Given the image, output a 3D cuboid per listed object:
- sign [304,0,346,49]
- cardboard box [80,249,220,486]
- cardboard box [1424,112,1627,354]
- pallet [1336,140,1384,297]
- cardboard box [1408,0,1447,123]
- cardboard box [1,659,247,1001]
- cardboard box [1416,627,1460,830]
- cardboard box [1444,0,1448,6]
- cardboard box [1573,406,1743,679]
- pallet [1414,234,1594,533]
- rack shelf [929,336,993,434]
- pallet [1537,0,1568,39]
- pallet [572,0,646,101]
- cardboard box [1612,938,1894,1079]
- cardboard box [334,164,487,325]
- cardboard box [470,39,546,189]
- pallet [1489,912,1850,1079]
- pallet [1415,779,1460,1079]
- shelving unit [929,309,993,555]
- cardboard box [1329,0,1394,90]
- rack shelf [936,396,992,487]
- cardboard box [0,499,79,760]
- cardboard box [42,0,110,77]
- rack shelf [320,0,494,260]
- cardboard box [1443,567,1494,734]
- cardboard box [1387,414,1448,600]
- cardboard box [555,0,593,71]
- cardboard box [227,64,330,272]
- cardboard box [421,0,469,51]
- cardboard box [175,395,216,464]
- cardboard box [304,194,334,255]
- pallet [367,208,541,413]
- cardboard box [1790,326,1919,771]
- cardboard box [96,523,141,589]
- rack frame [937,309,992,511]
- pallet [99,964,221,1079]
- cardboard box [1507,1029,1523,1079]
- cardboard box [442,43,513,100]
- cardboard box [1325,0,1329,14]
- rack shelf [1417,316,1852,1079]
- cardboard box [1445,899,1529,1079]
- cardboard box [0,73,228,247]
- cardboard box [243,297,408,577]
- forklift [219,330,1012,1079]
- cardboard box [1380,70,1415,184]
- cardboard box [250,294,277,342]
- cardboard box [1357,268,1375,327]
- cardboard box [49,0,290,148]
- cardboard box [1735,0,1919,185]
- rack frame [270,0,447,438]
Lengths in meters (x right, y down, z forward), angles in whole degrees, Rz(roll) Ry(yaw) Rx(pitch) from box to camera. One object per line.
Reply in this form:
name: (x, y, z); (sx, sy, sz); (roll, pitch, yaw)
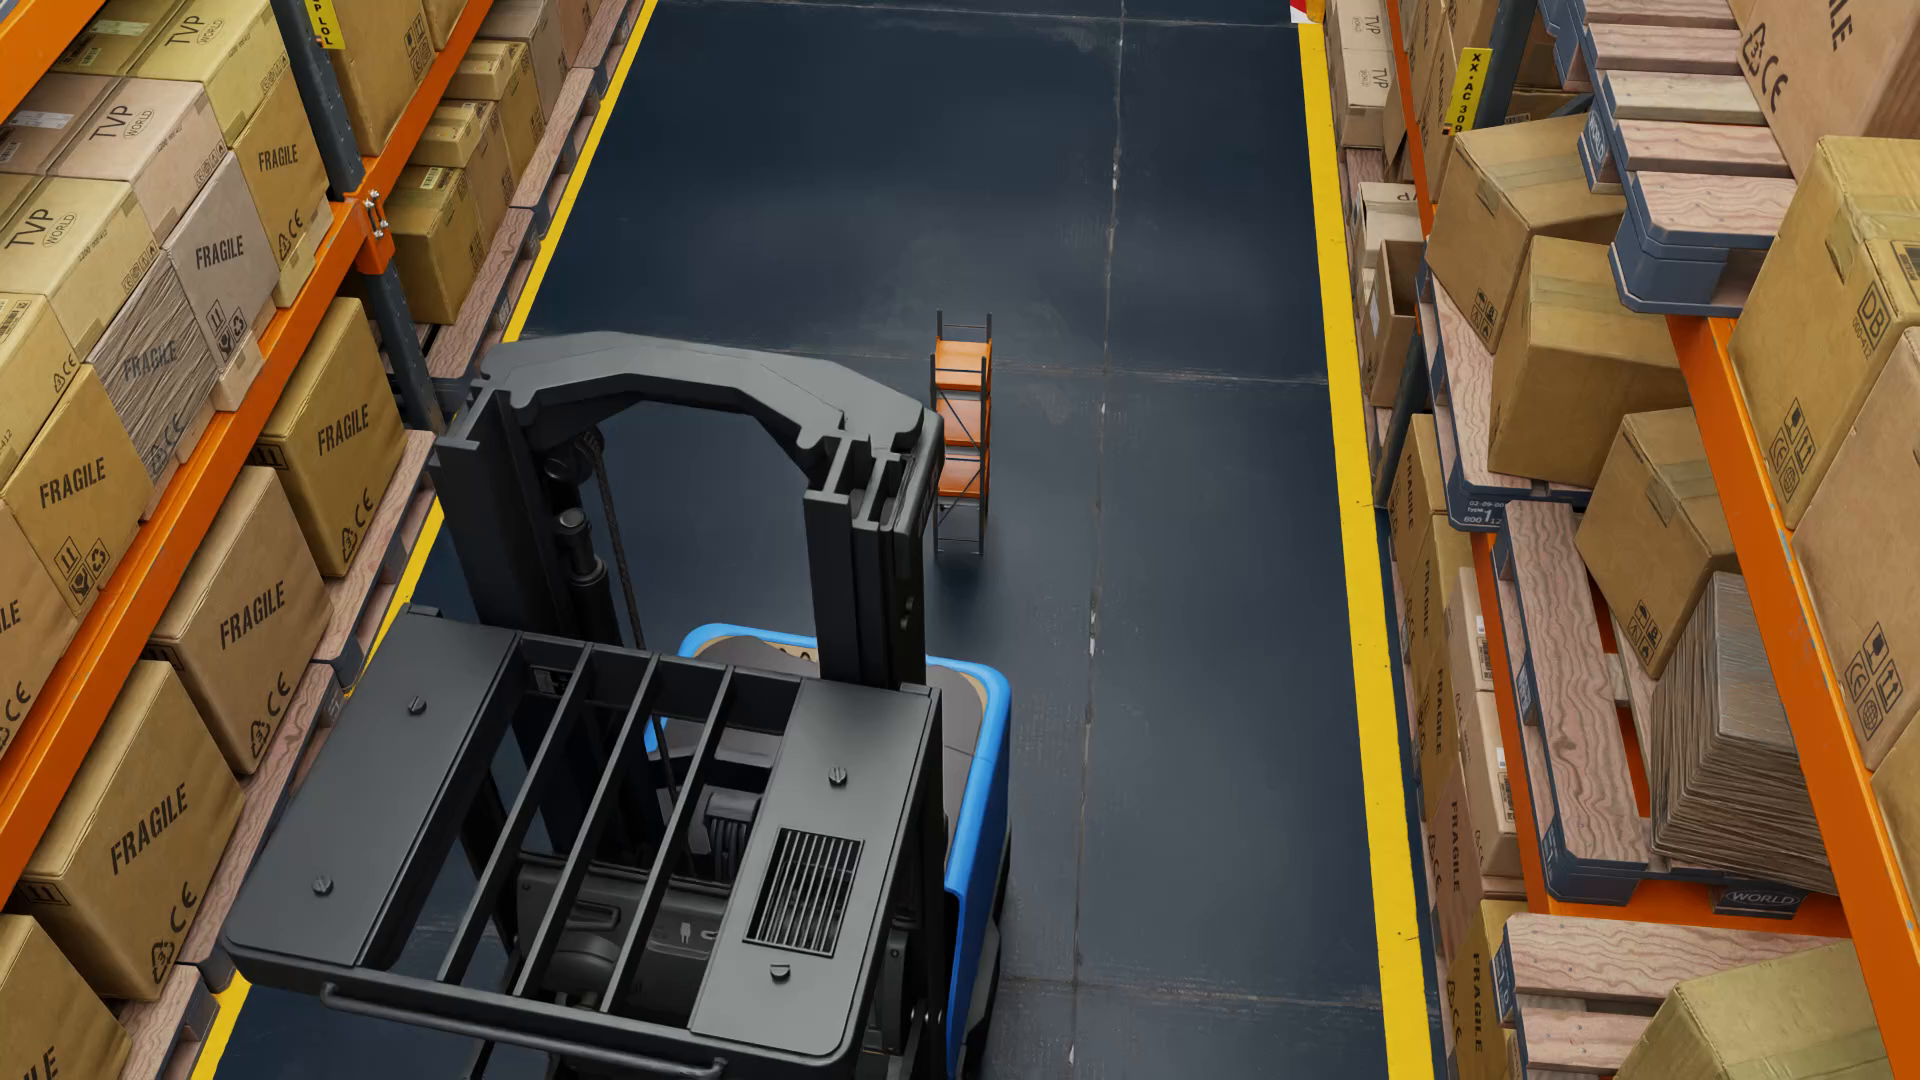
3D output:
sign: (-2.179, -1.815, 5.646); (0.100, 0.325, 0.005); (4, 48, 4)
cardboard box: (-2.602, -0.521, 4.911); (0.500, 0.500, 0.500); (4, 48, 4)
cardboard box: (1.947, -0.992, 5.273); (0.700, 0.500, 0.500); (-11, 48, -10)
pallet: (2.385, -1.612, 8.082); (1.003, 0.211, 1.213); (4, 48, 4)
cardboard box: (2.049, -1.947, 6.430); (0.500, 0.500, 0.500); (5, 48, 5)
cardboard box: (-2.801, 0.868, 5.096); (0.750, 0.750, 0.750); (4, 48, 3)
cardboard box: (1.836, 0.644, 5.524); (0.500, 0.500, 0.500); (4, 48, 4)
cardboard box: (2.045, -2.287, 6.063); (0.500, 0.500, 0.500); (3, 48, 3)
cardboard box: (2.113, -0.023, 4.386); (0.700, 0.500, 0.500); (-7, 48, -6)
pallet: (2.031, -0.505, 5.310); (1.003, 0.211, 1.213); (4, 48, 4)
rack shelf: (0.005, -0.578, 6.197); (0.215, 0.259, 0.240); (4, 48, 4)
pallet: (2.084, -1.624, 4.298); (1.213, 0.211, 1.003); (4, 48, 4)
pallet: (-2.351, -2.886, 9.246); (1.003, 0.211, 1.213); (4, 48, 4)
cardboard box: (1.794, 1.143, 3.319); (0.700, 0.500, 0.500); (-11, 48, -10)
cardboard box: (-2.550, -1.321, 7.335); (0.700, 0.500, 0.500); (4, 48, 4)
cardboard box: (-2.452, -2.067, 8.017); (0.700, 0.500, 0.500); (5, 48, 4)
pallet: (1.840, 1.351, 3.611); (1.213, 0.211, 1.003); (4, 48, 4)
pallet: (2.068, 1.290, 5.427); (1.003, 0.211, 1.213); (4, 48, 4)
shelving unit: (0.005, -0.394, 6.399); (0.215, 1.050, 0.252); (4, 48, 4)
cardboard box: (2.200, -2.562, 8.626); (0.500, 0.250, 0.500); (4, 48, 4)
rack shelf: (0.005, -0.387, 6.406); (0.215, 0.259, 0.240); (4, 48, 4)
cardboard box: (-2.683, 0.229, 4.224); (0.500, 0.500, 0.500); (4, 48, 3)
cardboard box: (-3.022, -1.554, 5.347); (0.500, 0.250, 0.500); (5, 48, 5)
rack shelf: (-2.538, -2.707, 7.681); (1.077, 0.370, 4.000); (4, 48, 4)
cardboard box: (1.835, 0.366, 5.270); (0.500, 0.250, 0.500); (4, 48, 4)
cardboard box: (1.926, -0.116, 6.219); (0.500, 0.500, 0.500); (2, 48, 2)
cardboard box: (-2.366, -2.829, 8.714); (0.700, 0.500, 0.500); (4, 48, 3)
cardboard box: (-2.511, -1.265, 5.591); (0.500, 0.500, 0.500); (3, 48, 3)
cardboard box: (-2.583, -2.515, 6.814); (0.980, 0.700, 0.700); (3, 48, 3)
cardboard box: (-2.591, -0.387, 5.228); (0.380, 0.149, 0.250); (4, 48, 4)
cardboard box: (-2.469, -1.135, 5.912); (0.380, 0.149, 0.250); (4, 48, 4)
pallet: (-2.573, -1.093, 7.606); (1.003, 0.211, 1.213); (4, 48, 4)
cardboard box: (1.901, 0.046, 2.575); (0.910, 0.500, 0.500); (4, 48, 4)
cardboard box: (-2.664, -0.010, 4.883); (0.380, 0.149, 0.250); (5, 48, 5)
rack frame: (0.016, -0.483, 6.481); (0.200, 1.050, 0.008); (4, 48, 4)
pallet: (-2.938, 1.826, 4.937); (1.003, 0.211, 1.213); (4, 48, 4)
cardboard box: (1.701, 1.487, 4.245); (0.500, 0.250, 0.500); (6, 48, 5)
cardboard box: (-2.290, -2.163, 7.665); (0.380, 0.149, 0.250); (3, 48, 2)
cardboard box: (2.197, -2.991, 9.087); (0.380, 0.149, 0.250); (4, 48, 4)
rack shelf: (2.031, 0.562, 4.690); (1.077, 0.370, 4.000); (4, 48, 4)
cardboard box: (1.747, 1.401, 4.832); (0.500, 0.500, 0.500); (2, 48, 2)
cardboard box: (-2.564, -1.139, 4.968); (0.500, 0.250, 0.500); (5, 48, 4)
cardboard box: (-2.650, -0.410, 6.265); (0.750, 0.750, 0.750); (4, 48, 4)
forklift: (-0.625, 1.114, 3.745); (1.130, 2.935, 3.031); (8, 48, 8)
cardboard box: (2.379, -1.837, 7.791); (0.797, 0.503, 0.637); (4, 48, 4)
cardboard box: (-2.537, -0.761, 5.570); (0.380, 0.149, 0.250); (5, 48, 5)
cardboard box: (1.957, -1.054, 7.315); (0.380, 0.149, 0.250); (4, 48, 4)
cardboard box: (-2.508, -1.514, 5.311); (0.500, 0.250, 0.500); (5, 48, 4)
cardboard box: (1.975, -1.026, 3.203); (0.600, 0.600, 0.600); (2, 48, 2)
rack frame: (-2.720, -1.480, 6.071); (1.000, 3.000, 0.127); (4, 48, 4)
